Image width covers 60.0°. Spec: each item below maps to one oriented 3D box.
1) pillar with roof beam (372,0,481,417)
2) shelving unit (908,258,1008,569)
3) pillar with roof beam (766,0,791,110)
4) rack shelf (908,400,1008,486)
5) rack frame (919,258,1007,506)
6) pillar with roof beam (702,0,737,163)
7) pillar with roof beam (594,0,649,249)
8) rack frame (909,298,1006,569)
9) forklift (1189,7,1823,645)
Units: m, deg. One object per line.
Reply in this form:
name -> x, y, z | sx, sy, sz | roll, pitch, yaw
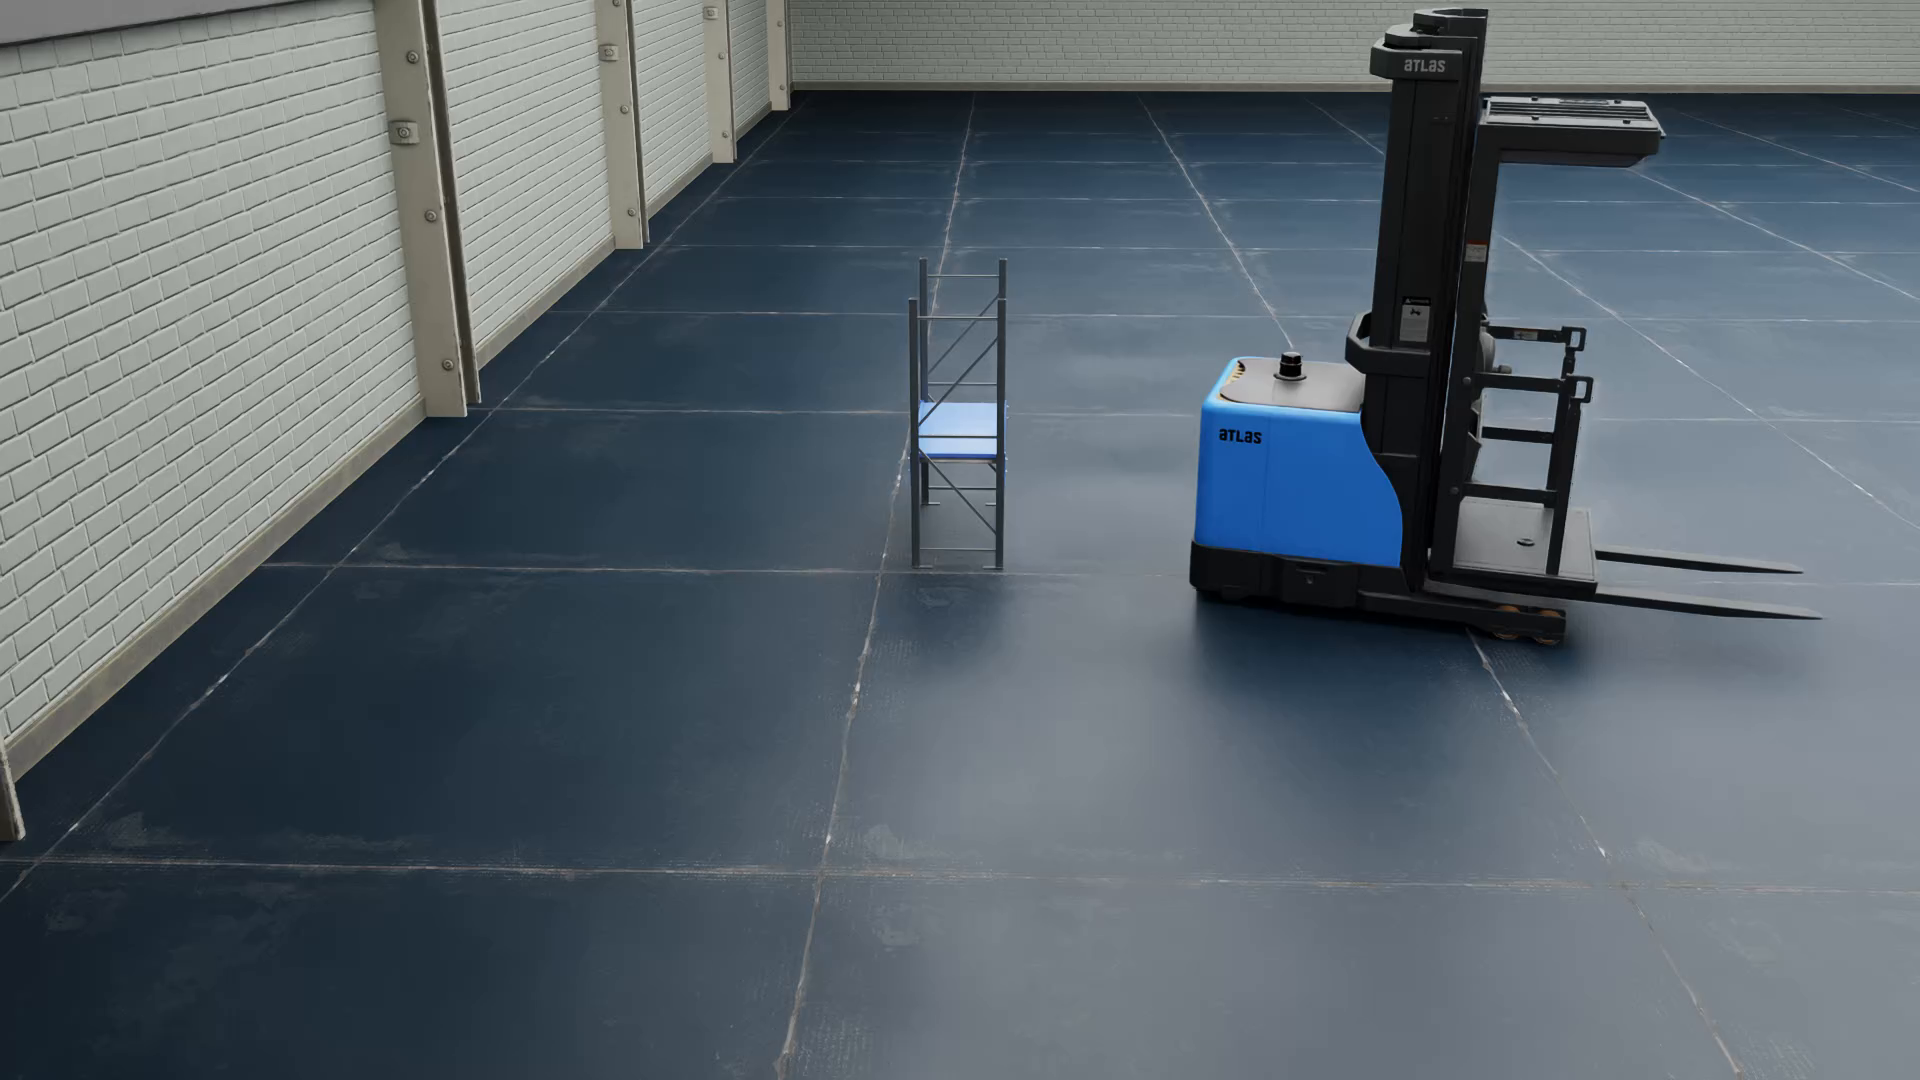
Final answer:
pillar with roof beam -> 0.649, -5.092, 10.213 | 9.100, 9.000, 0.400 | 1, 21, 2
shelving unit -> 0.003, -0.730, 9.337 | 0.538, 1.500, 1.048 | 1, 21, 2
pillar with roof beam -> 1.197, -11.600, 26.986 | 9.100, 9.000, 0.400 | 1, 21, 2
rack shelf -> 0.003, -0.562, 9.402 | 0.538, 0.185, 1.000 | 1, 21, 2
rack frame -> 0.018, -0.914, 9.811 | 0.500, 1.500, 0.032 | 1, 21, 2
pillar with roof beam -> 1.014, -9.431, 21.395 | 9.100, 9.000, 0.400 | 1, 21, 2
pillar with roof beam -> 0.832, -7.262, 15.804 | 9.100, 9.000, 0.400 | 1, 21, 2
rack frame -> -0.013, -0.546, 8.863 | 0.500, 1.500, 0.032 | 1, 21, 2
forklift -> 2.784, -1.066, 8.224 | 3.031, 2.935, 1.130 | 7, 22, 16
